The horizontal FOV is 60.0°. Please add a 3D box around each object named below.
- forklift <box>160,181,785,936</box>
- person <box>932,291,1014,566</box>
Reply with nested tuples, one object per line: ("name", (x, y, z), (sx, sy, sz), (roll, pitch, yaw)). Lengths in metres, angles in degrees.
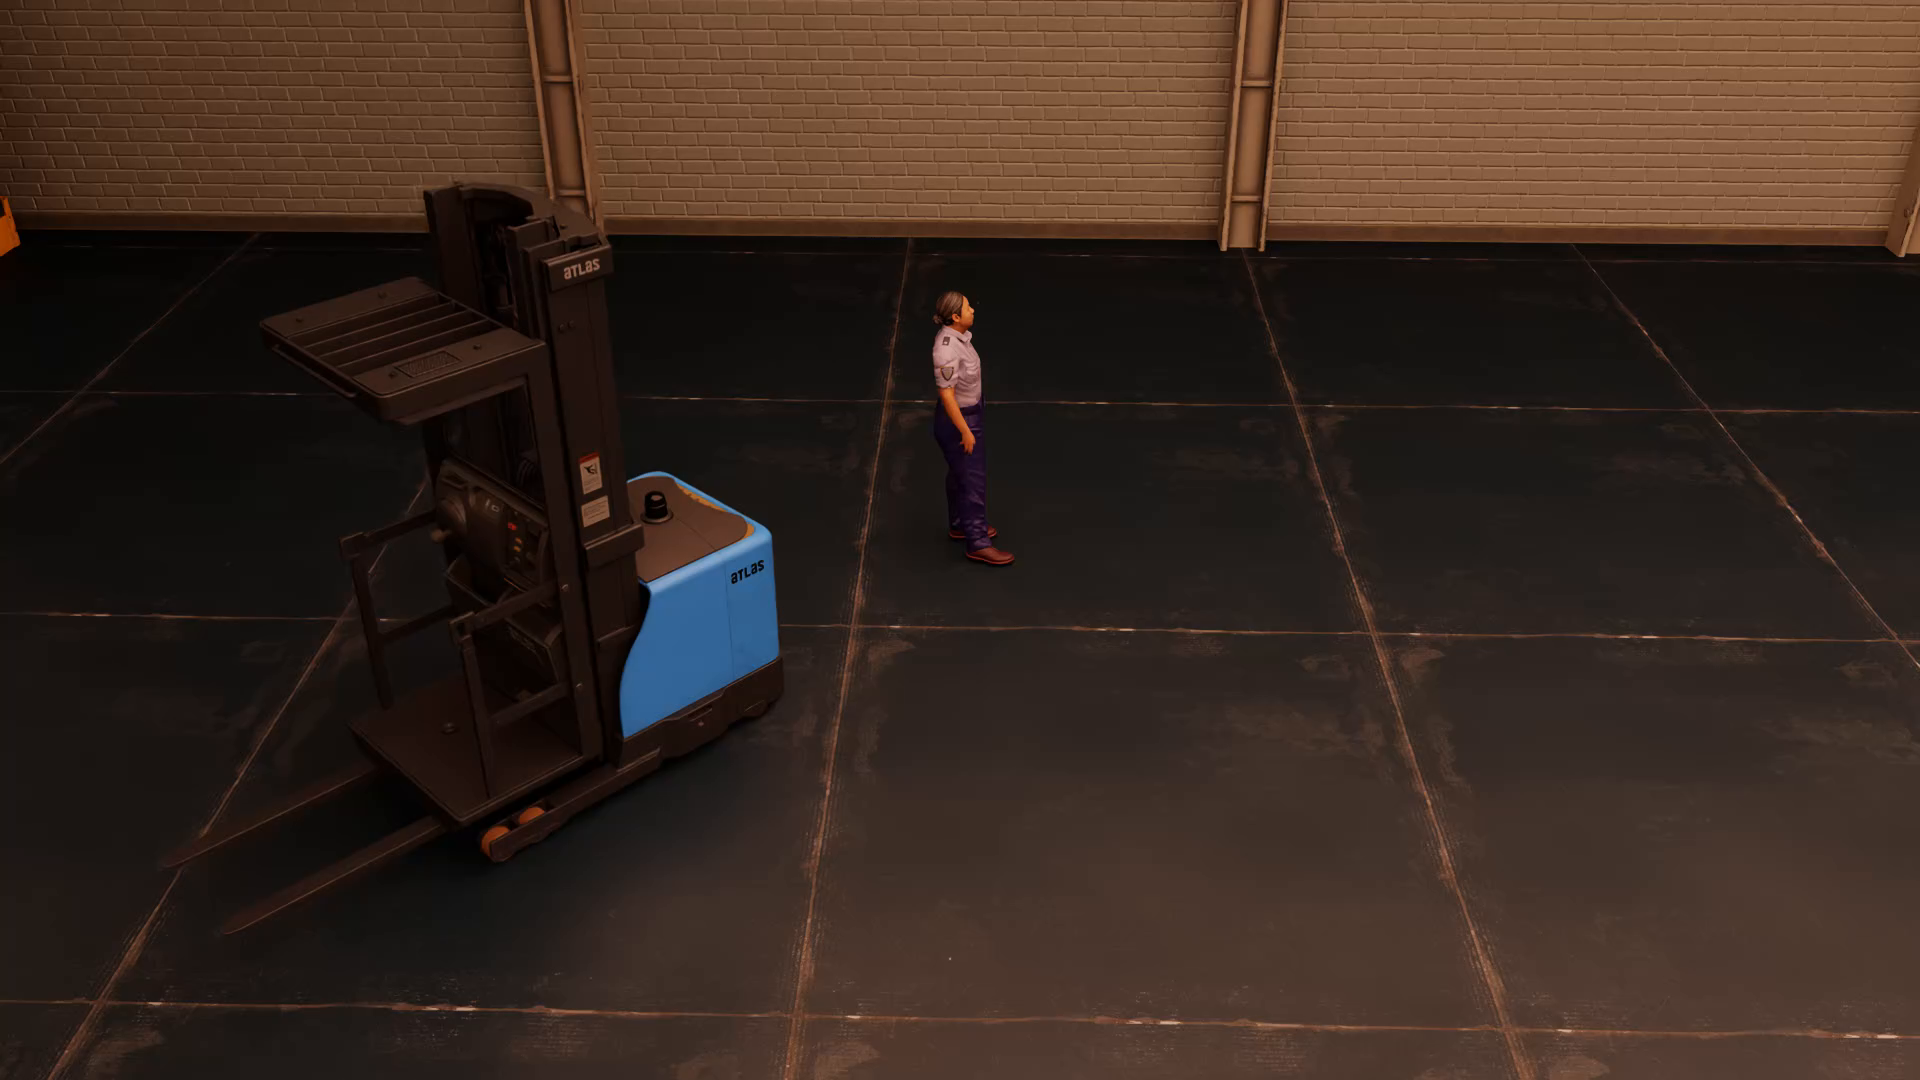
("forklift", (-2.342, -0.031, 7.666), (1.130, 2.935, 3.031), (27, 40, 37))
("person", (0.089, -0.704, 10.056), (0.503, 1.651, 0.598), (1, 31, 1))
